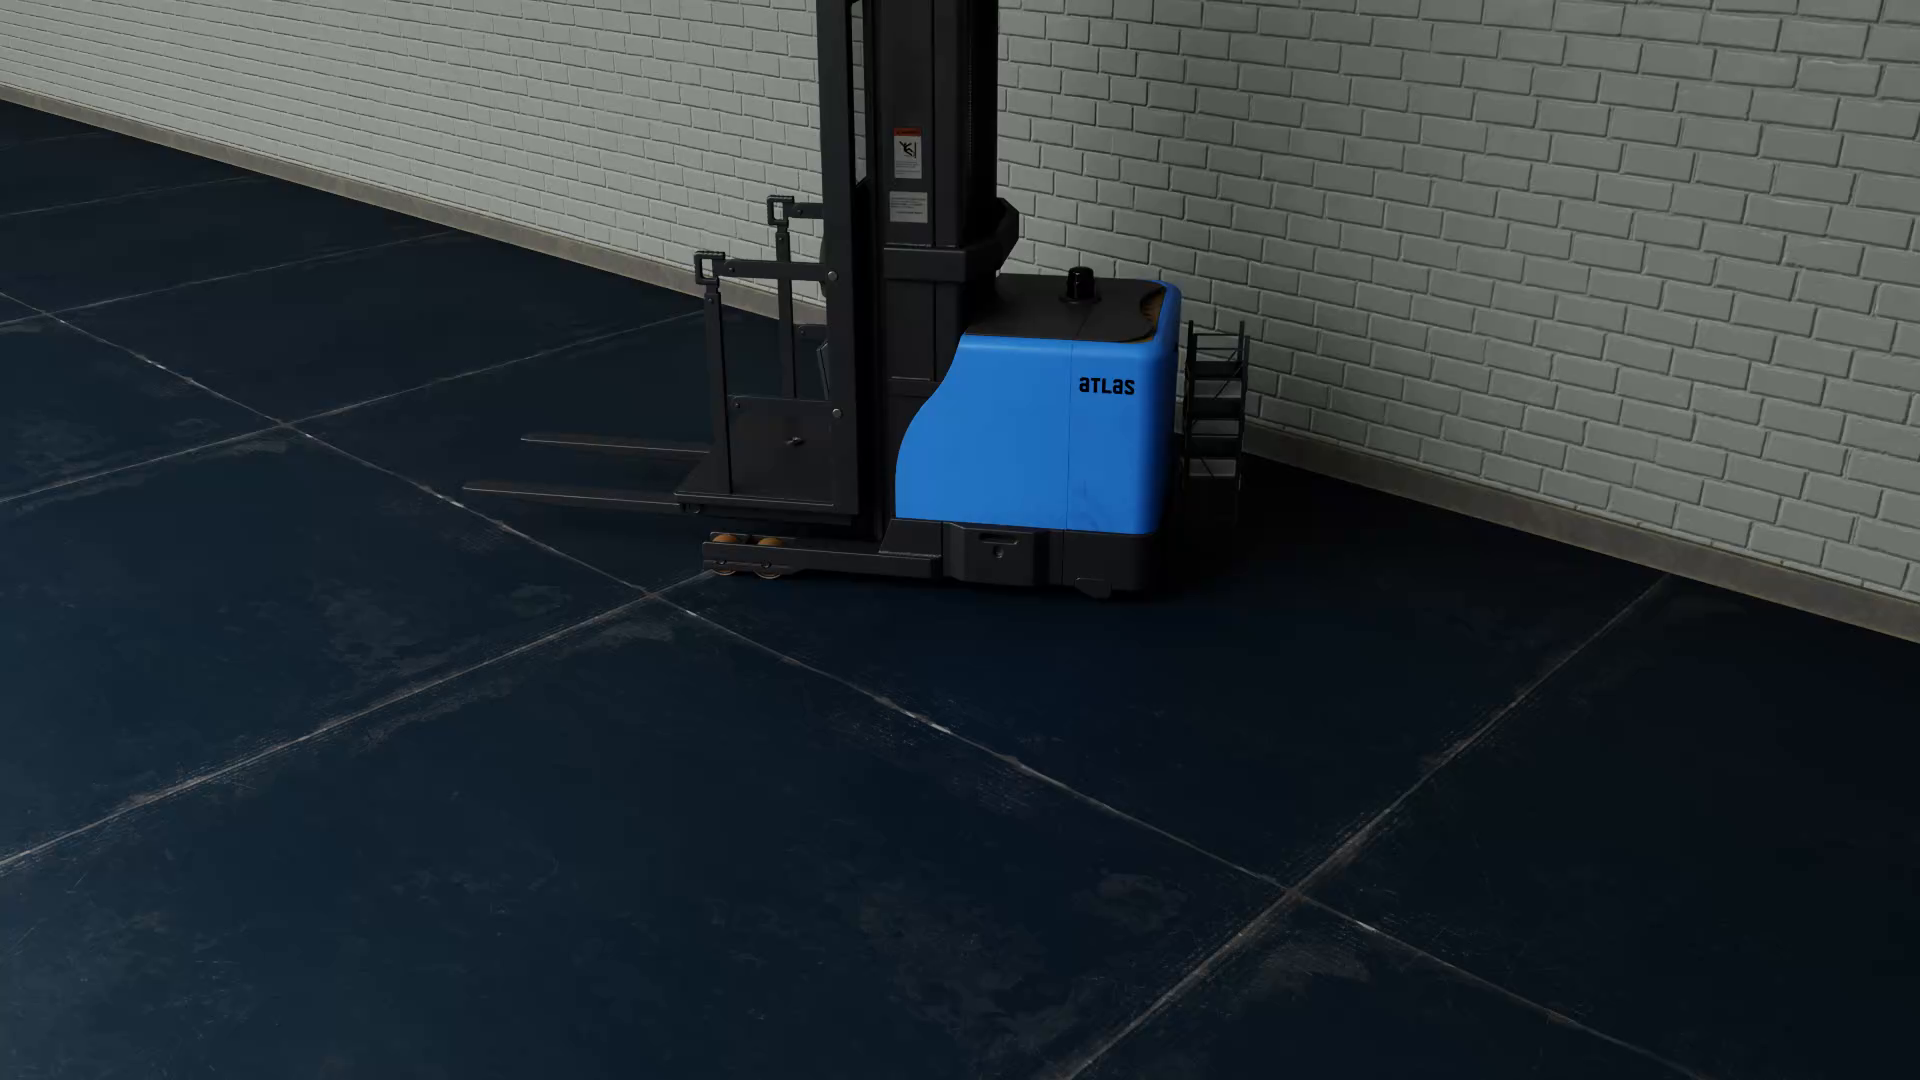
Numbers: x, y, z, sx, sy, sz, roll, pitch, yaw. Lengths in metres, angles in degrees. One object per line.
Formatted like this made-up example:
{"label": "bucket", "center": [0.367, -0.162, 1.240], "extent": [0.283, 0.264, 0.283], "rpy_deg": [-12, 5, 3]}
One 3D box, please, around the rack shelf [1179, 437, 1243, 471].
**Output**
{"label": "rack shelf", "center": [1.100, -0.379, 7.297], "extent": [0.258, 0.077, 0.200], "rpy_deg": [1, 24, 2]}

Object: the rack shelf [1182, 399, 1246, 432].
{"label": "rack shelf", "center": [1.100, -0.543, 7.223], "extent": [0.258, 0.077, 0.200], "rpy_deg": [1, 24, 2]}

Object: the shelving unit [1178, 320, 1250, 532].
{"label": "shelving unit", "center": [1.100, -0.492, 7.246], "extent": [0.258, 0.900, 0.210], "rpy_deg": [1, 24, 2]}

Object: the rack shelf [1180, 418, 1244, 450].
{"label": "rack shelf", "center": [1.100, -0.461, 7.260], "extent": [0.258, 0.077, 0.200], "rpy_deg": [1, 24, 2]}

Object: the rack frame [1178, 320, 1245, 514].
{"label": "rack frame", "center": [1.105, -0.533, 7.339], "extent": [0.240, 0.900, 0.006], "rpy_deg": [1, 24, 2]}

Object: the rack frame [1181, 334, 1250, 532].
{"label": "rack frame", "center": [1.096, -0.450, 7.154], "extent": [0.240, 0.900, 0.006], "rpy_deg": [1, 24, 2]}

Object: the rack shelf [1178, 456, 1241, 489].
{"label": "rack shelf", "center": [1.100, -0.297, 7.334], "extent": [0.258, 0.077, 0.200], "rpy_deg": [1, 24, 2]}

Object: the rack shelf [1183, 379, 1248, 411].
{"label": "rack shelf", "center": [1.100, -0.625, 7.186], "extent": [0.258, 0.077, 0.200], "rpy_deg": [1, 24, 2]}

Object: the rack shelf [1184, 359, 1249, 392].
{"label": "rack shelf", "center": [1.100, -0.708, 7.150], "extent": [0.258, 0.077, 0.200], "rpy_deg": [1, 24, 2]}

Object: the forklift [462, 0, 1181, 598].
{"label": "forklift", "center": [-0.613, -1.383, 6.752], "extent": [3.031, 2.935, 1.130], "rpy_deg": [4, 25, 9]}
